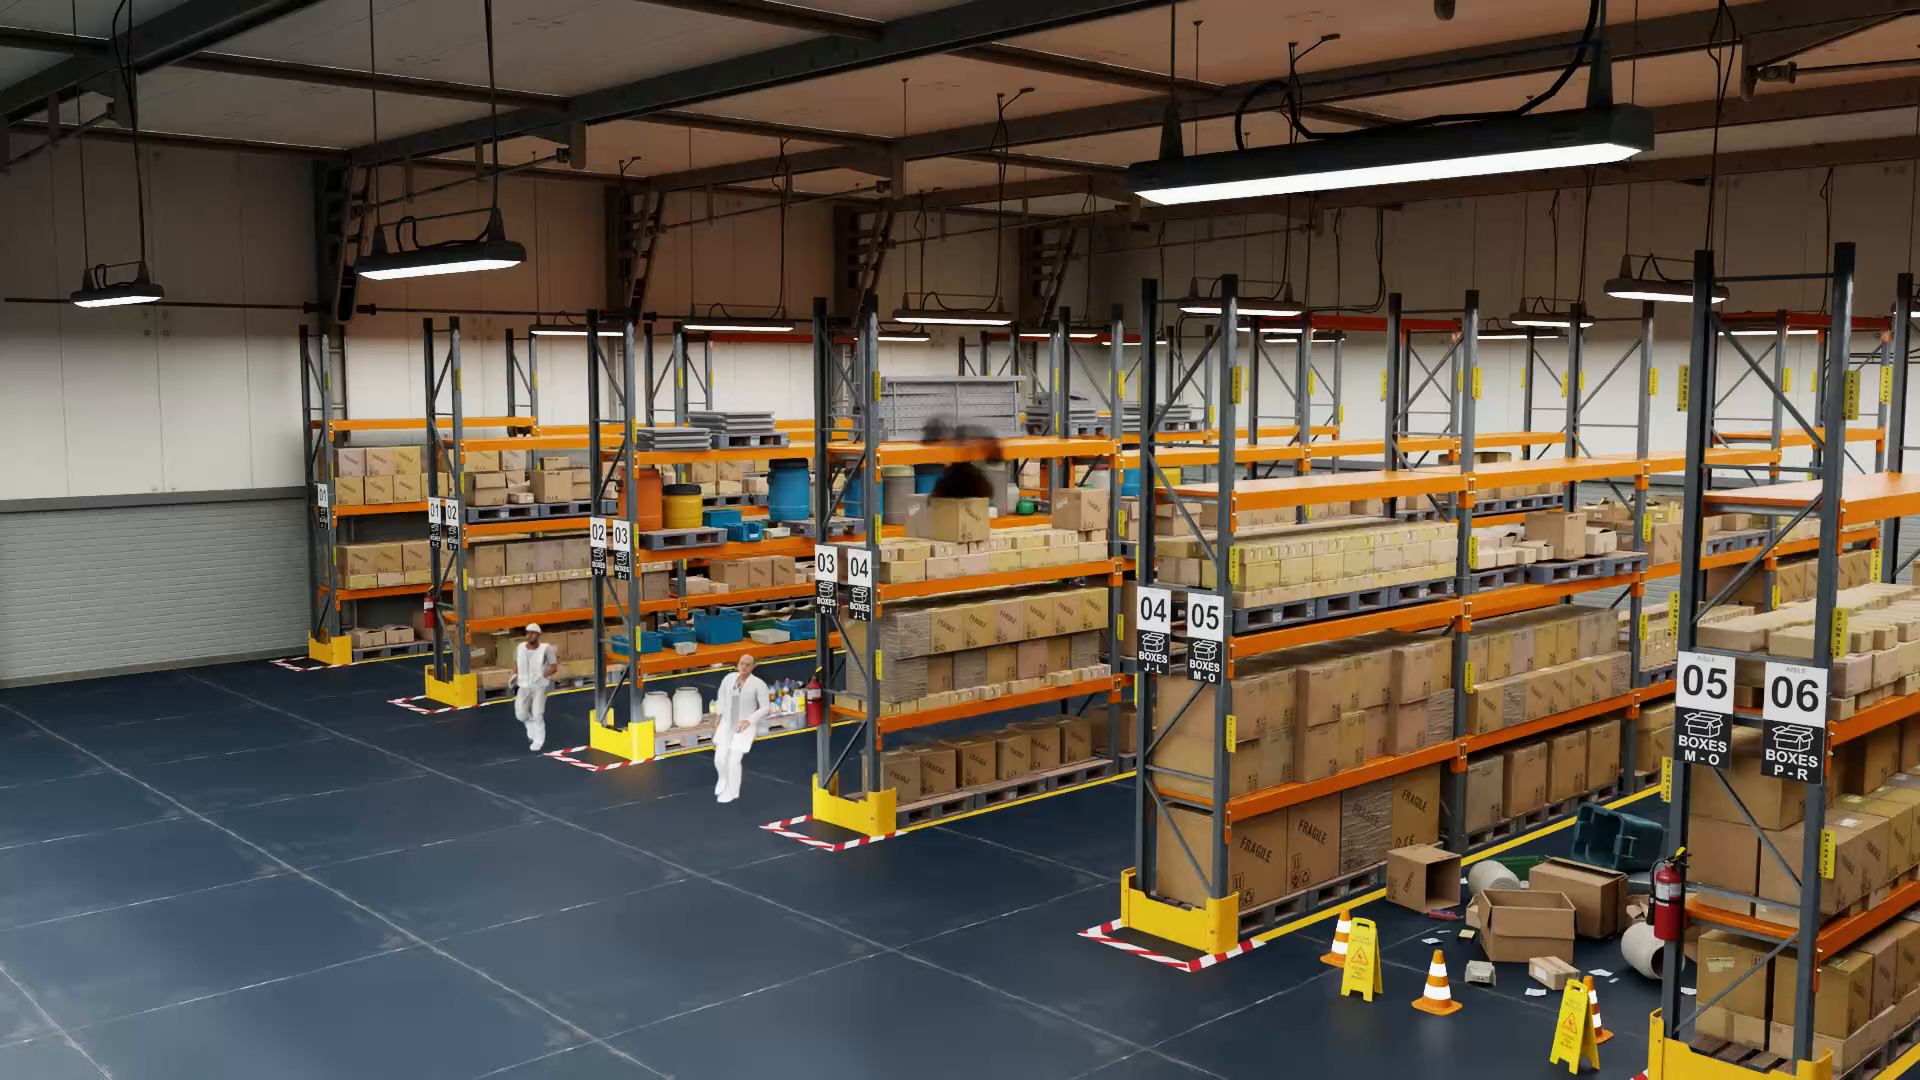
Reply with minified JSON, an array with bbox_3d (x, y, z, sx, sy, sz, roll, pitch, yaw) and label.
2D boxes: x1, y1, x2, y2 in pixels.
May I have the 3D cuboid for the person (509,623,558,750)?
[{"bbox_3d":[-5.851,2.007,22.746,0.682,1.737,0.592,1,6,6],"label":"person"}]

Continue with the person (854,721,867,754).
[{"bbox_3d":[-1.147,1.970,21.694,0.583,1.615,0.558,5,8,43],"label":"person"}]

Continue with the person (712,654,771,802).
[{"bbox_3d":[-2.528,2.261,19.110,0.737,1.523,0.591,1,6,14],"label":"person"}]
